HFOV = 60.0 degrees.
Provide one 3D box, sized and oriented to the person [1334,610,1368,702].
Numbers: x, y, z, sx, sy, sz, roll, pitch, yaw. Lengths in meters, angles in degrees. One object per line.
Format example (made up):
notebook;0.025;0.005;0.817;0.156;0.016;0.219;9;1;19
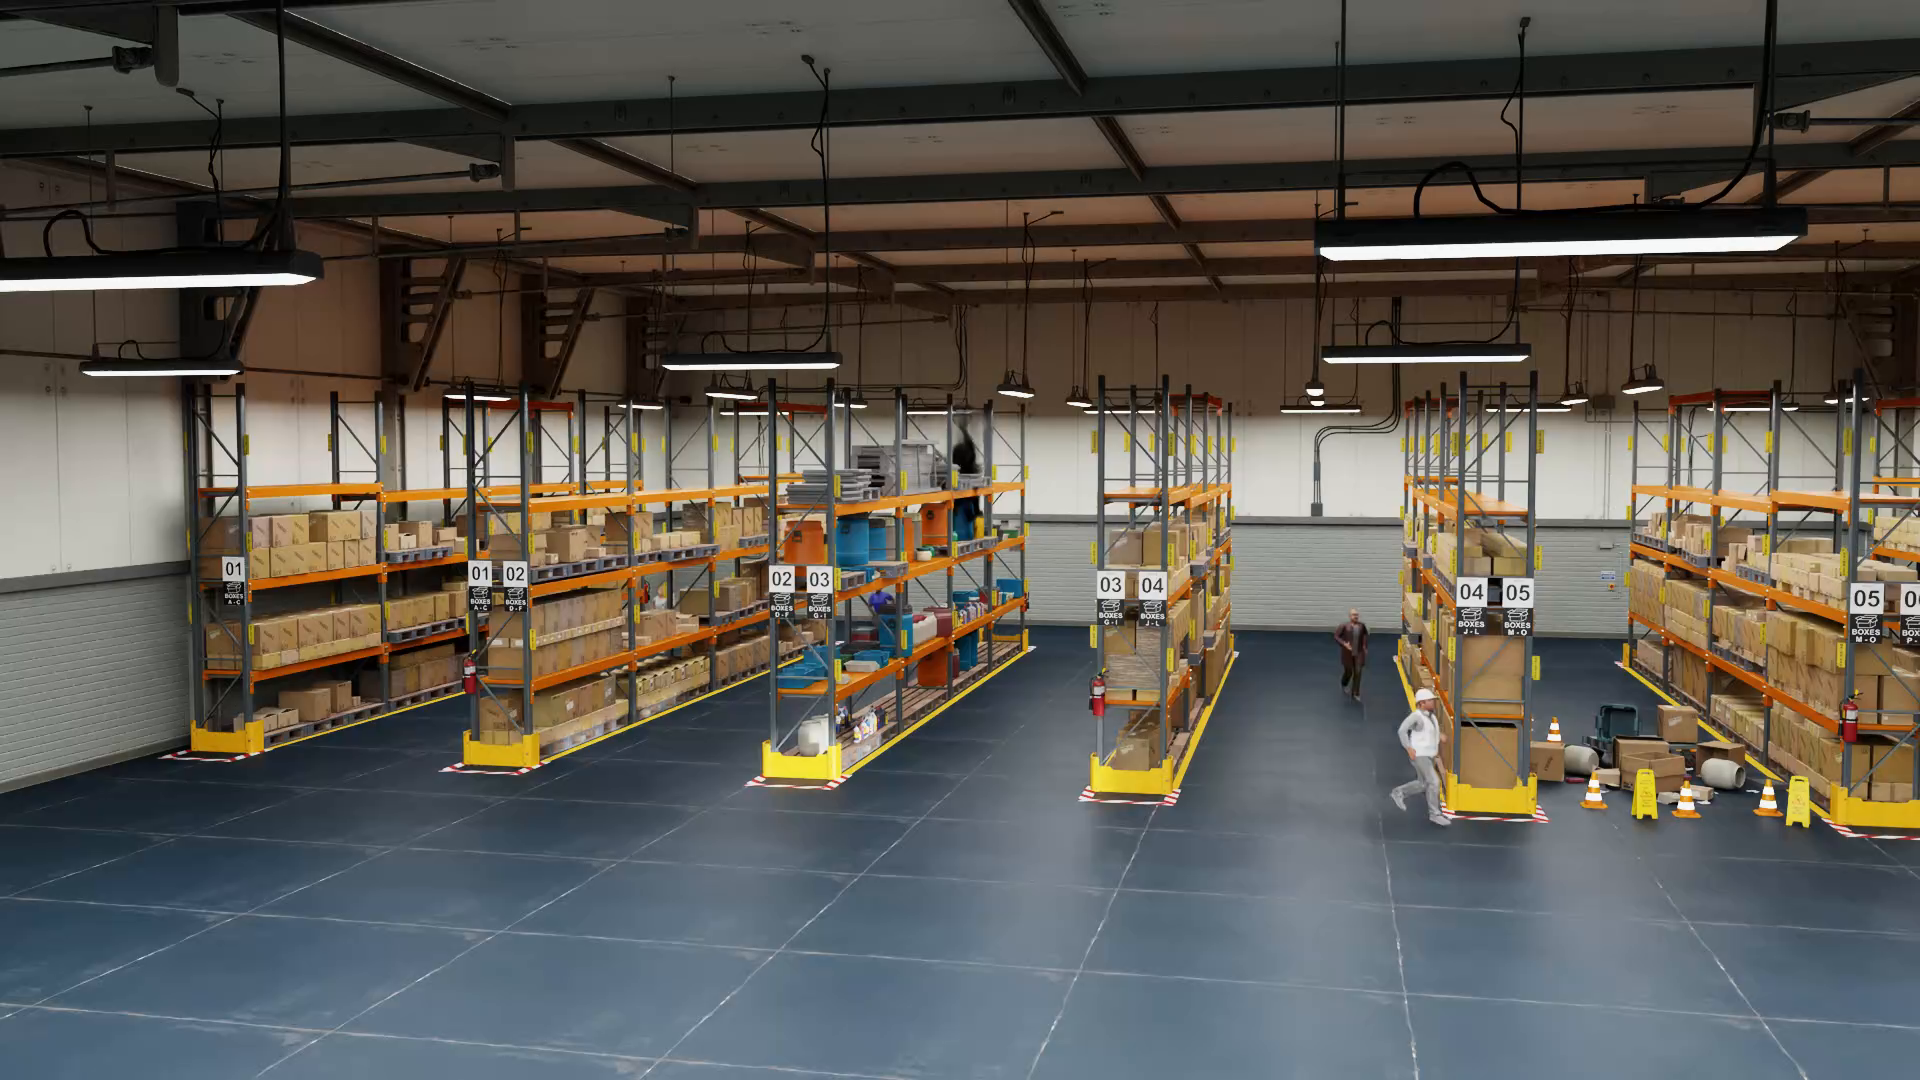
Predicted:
person;7.712;2.250;32.721;0.713;1.776;0.954;0;3;0

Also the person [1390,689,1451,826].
person;6.143;2.862;22.150;0.885;1.777;0.696;3;4;39

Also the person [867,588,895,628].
person;-1.795;1.771;37.660;0.593;1.614;0.762;1;3;10

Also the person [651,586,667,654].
person;-7.145;1.903;39.868;0.563;1.632;0.697;0;3;3
